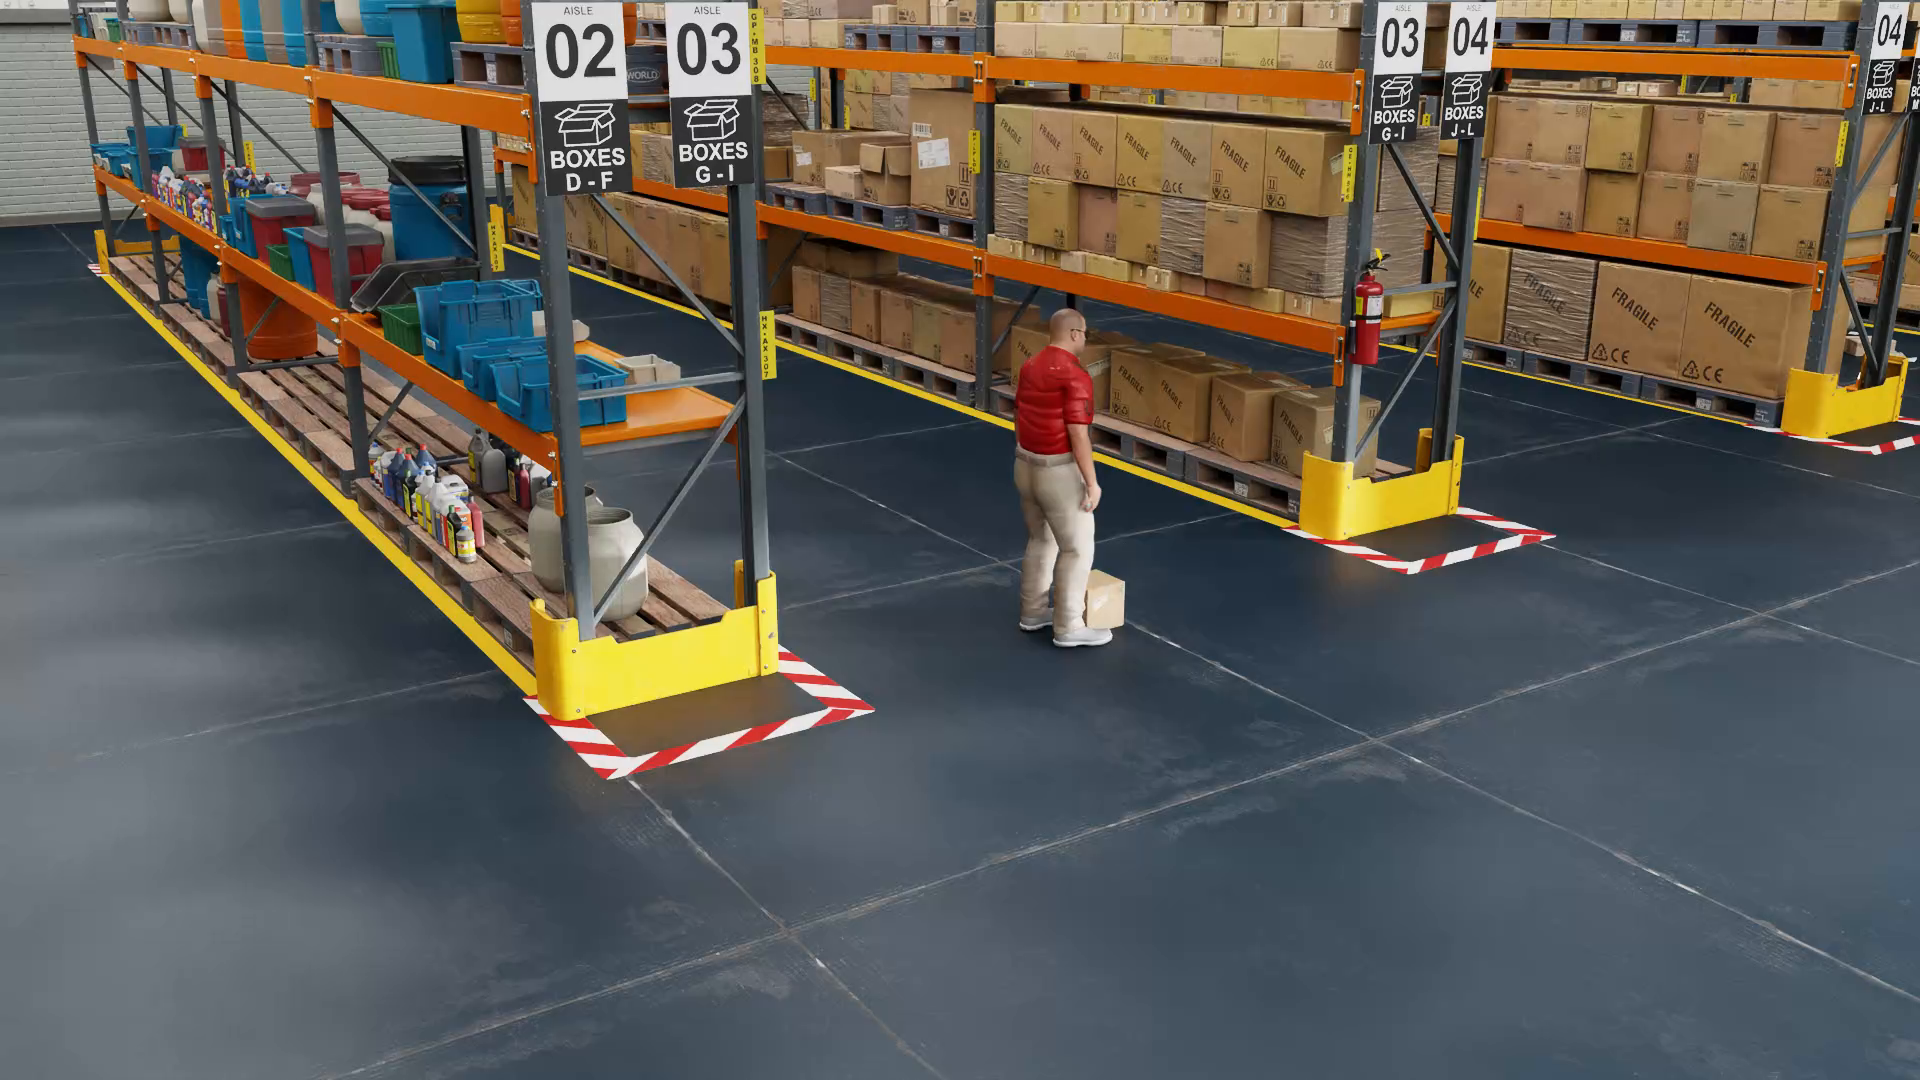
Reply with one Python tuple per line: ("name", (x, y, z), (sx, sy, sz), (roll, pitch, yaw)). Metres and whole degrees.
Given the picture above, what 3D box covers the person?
("person", (0.502, -0.329, 8.591), (0.389, 1.726, 0.587), (-12, 21, -32))
